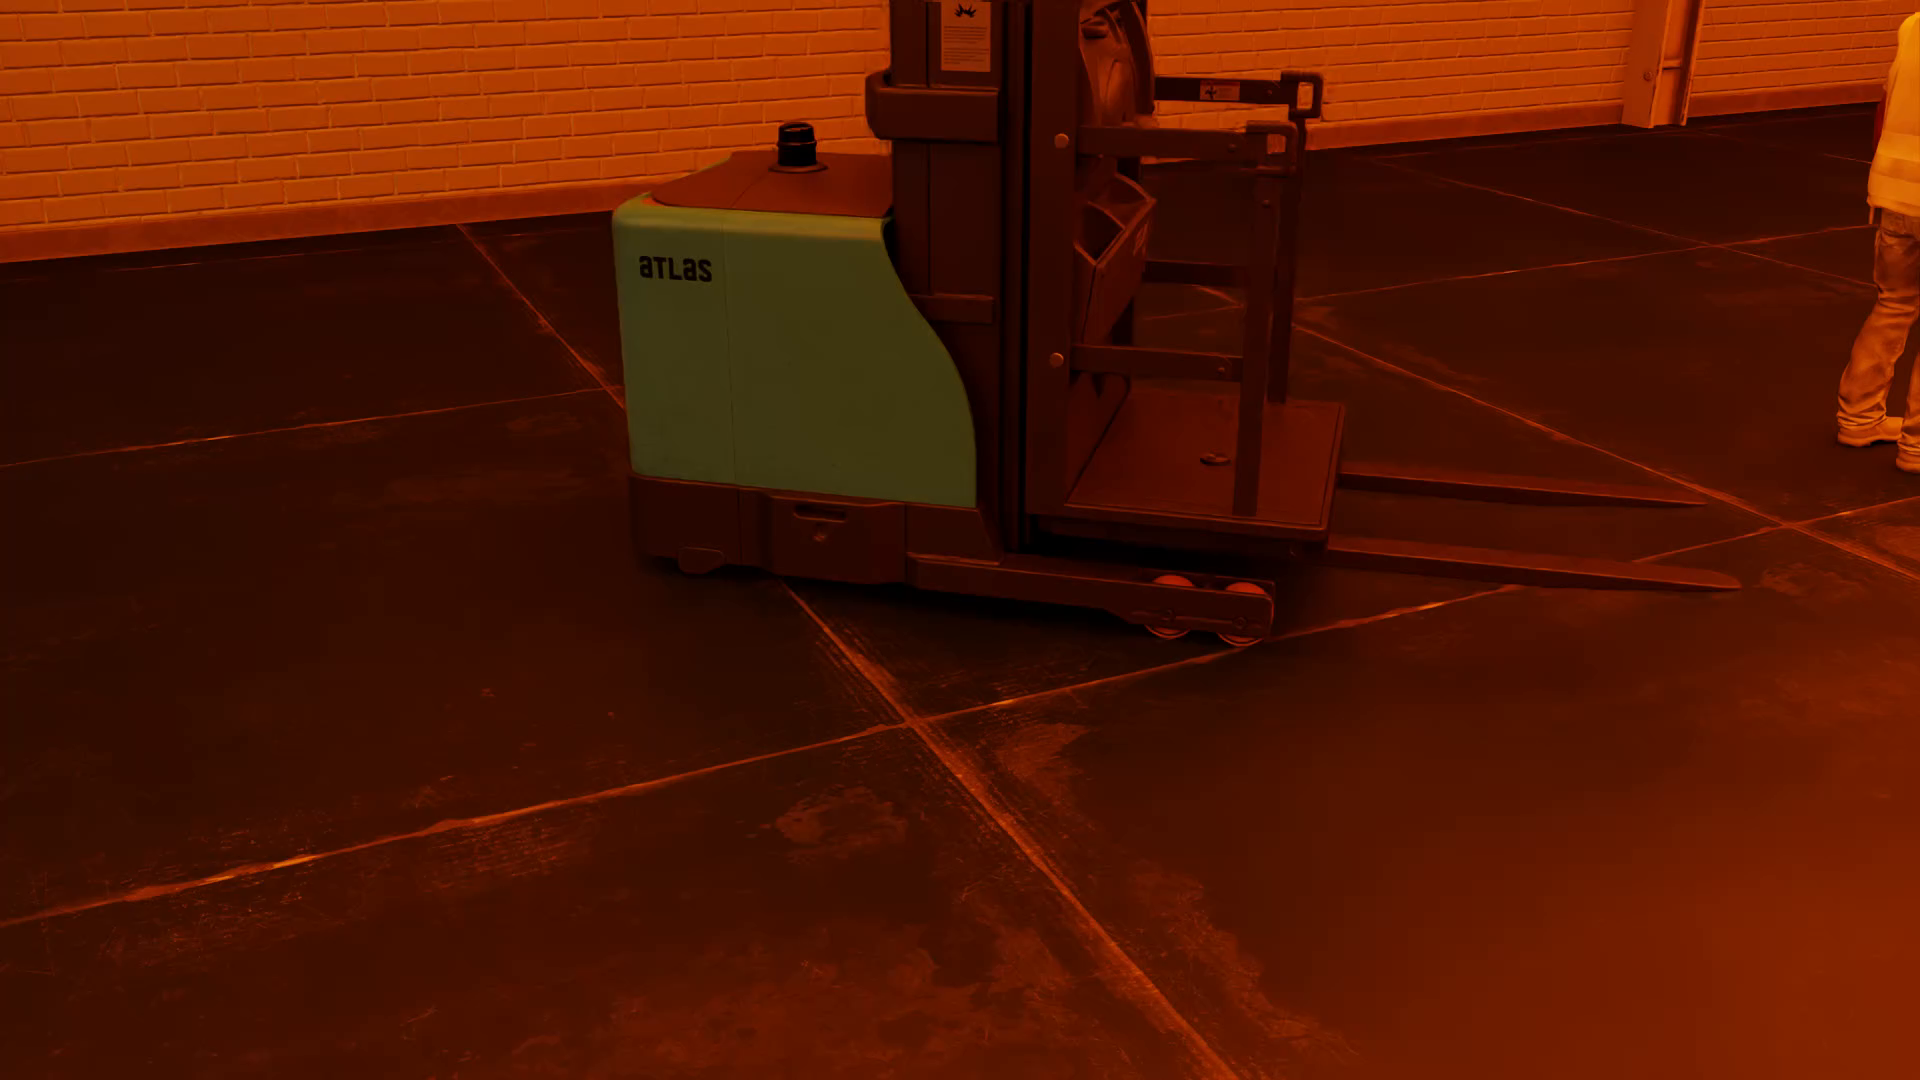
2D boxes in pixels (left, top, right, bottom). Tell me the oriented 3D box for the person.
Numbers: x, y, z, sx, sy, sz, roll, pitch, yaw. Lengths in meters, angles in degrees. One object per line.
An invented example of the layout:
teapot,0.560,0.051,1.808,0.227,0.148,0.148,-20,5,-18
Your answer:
person,3.282,-1.129,5.520,0.453,1.772,0.616,-6,23,-13

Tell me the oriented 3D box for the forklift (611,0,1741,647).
forklift,0.609,-1.296,4.407,3.031,2.935,1.130,6,23,14
